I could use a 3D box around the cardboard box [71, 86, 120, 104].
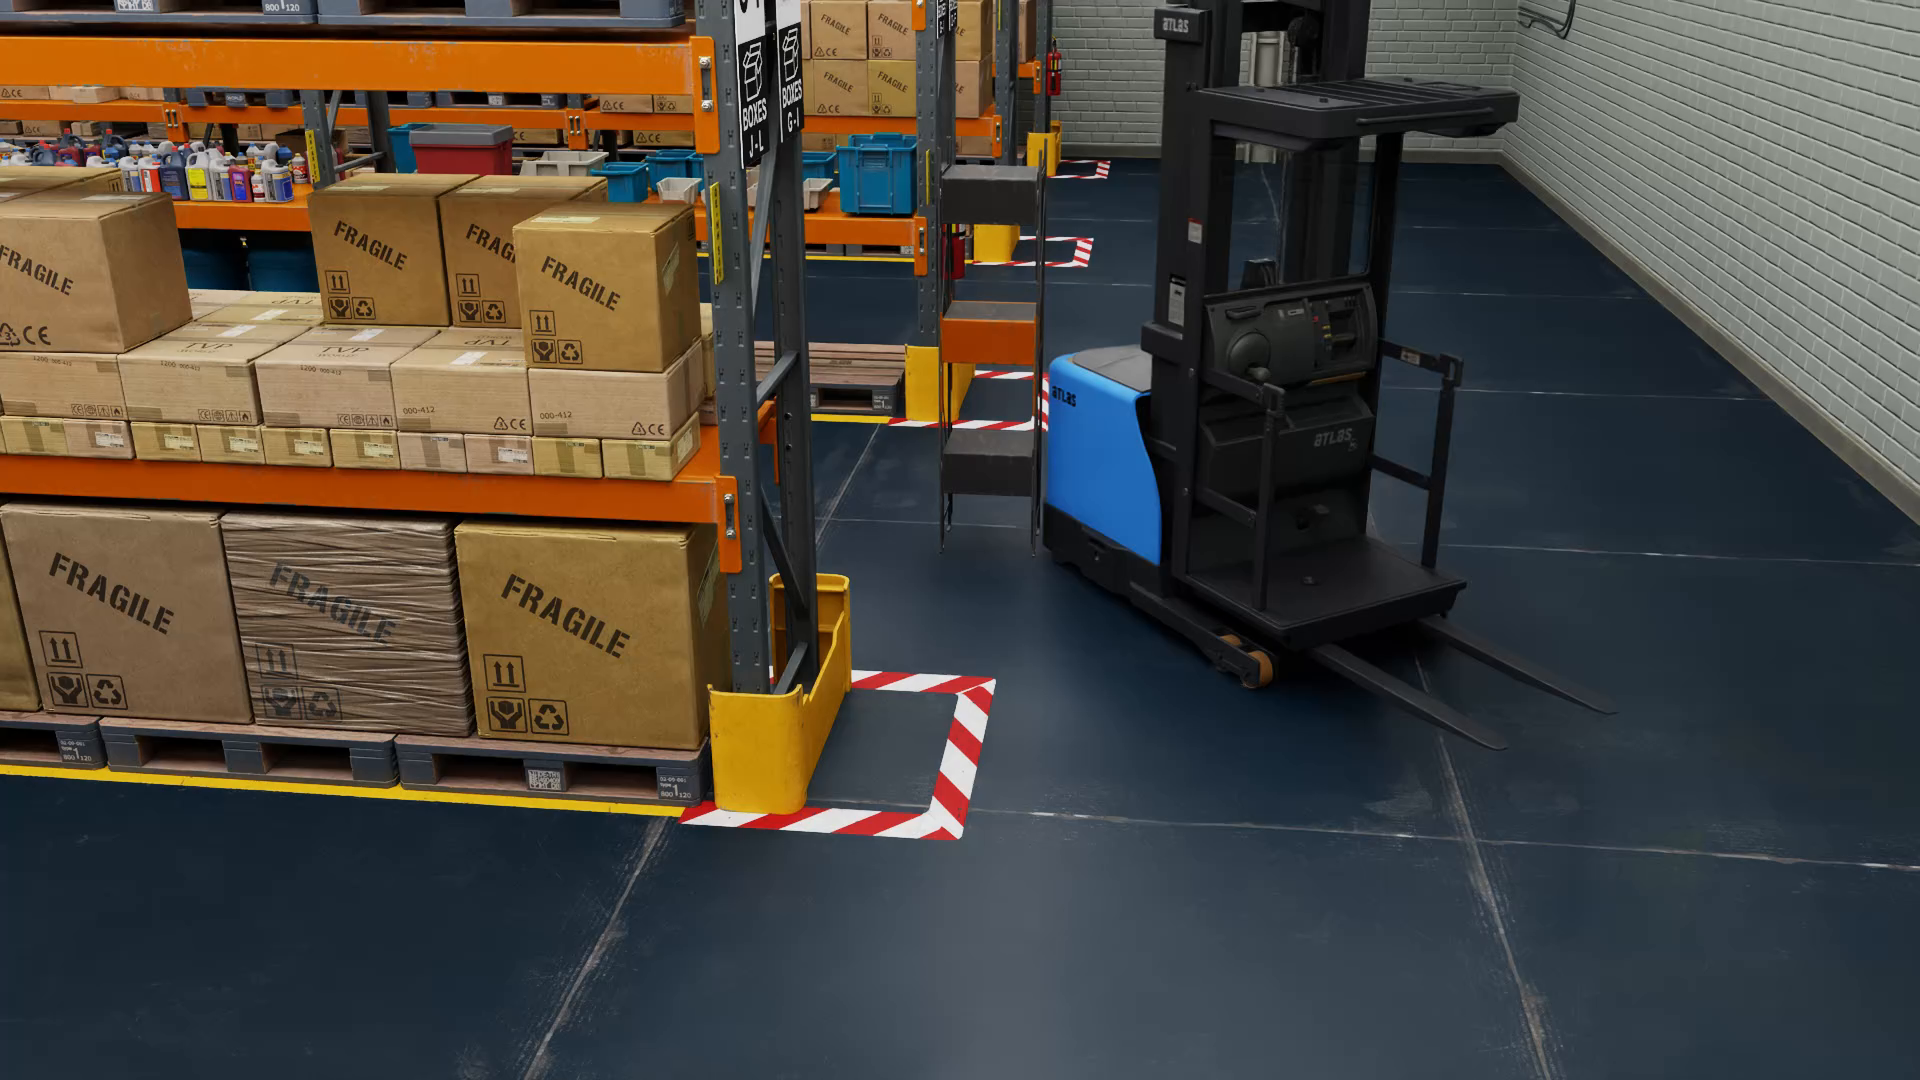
[{"bbox_3d":[-8.433,-4.356,16.220,0.250,0.149,0.380,2,22,6],"label":"cardboard box"}]

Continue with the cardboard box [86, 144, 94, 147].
[{"bbox_3d":[-9.022,-3.885,17.092,0.500,0.311,0.500,2,22,5],"label":"cardboard box"}]

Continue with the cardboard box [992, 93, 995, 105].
[{"bbox_3d":[0.457,-5.393,20.448,0.250,0.149,0.380,3,22,7],"label":"cardboard box"}]

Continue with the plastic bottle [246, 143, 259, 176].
[{"bbox_3d":[-5.012,-2.684,11.823,0.097,0.271,0.097,0,22,0],"label":"plastic bottle"}]

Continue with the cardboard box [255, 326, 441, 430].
[{"bbox_3d":[-2.254,-0.609,6.199,0.500,0.250,0.500,2,22,4],"label":"cardboard box"}]

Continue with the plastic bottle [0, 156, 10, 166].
[{"bbox_3d":[-6.444,-2.465,11.270,0.097,0.271,0.097,0,22,0],"label":"plastic bottle"}]

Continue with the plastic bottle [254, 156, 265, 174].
[{"bbox_3d":[-4.896,-2.590,11.680,0.097,0.201,0.097,0,22,0],"label":"plastic bottle"}]

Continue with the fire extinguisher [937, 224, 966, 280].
[{"bbox_3d":[-0.053,-1.999,10.527,0.183,0.674,0.296,2,22,6],"label":"fire extinguisher"}]

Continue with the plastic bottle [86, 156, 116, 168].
[{"bbox_3d":[-5.779,-2.448,11.221,0.135,0.276,0.152,2,22,6],"label":"plastic bottle"}]

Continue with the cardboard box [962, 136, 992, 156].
[{"bbox_3d":[0.309,-5.024,20.397,0.500,0.500,0.700,2,22,6],"label":"cardboard box"}]

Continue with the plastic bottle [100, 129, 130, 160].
[{"bbox_3d":[-6.038,-2.757,11.899,0.185,0.351,0.144,2,22,6],"label":"plastic bottle"}]

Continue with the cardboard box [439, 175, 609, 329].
[{"bbox_3d":[-1.674,-1.130,6.498,0.500,0.500,0.500,2,22,5],"label":"cardboard box"}]

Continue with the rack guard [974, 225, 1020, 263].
[{"bbox_3d":[0.362,-3.030,15.923,0.348,0.500,1.175,2,22,6],"label":"rack guard"}]

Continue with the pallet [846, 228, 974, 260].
[{"bbox_3d":[-0.430,-2.929,16.062,1.213,0.211,1.003,2,22,6],"label":"pallet"}]

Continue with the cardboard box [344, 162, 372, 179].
[{"bbox_3d":[-6.071,-3.409,16.284,0.500,0.500,0.500,2,22,6],"label":"cardboard box"}]

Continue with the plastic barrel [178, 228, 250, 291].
[{"bbox_3d":[-5.363,-1.833,11.780,0.708,0.901,0.600,2,22,6],"label":"plastic barrel"}]

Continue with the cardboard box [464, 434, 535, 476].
[{"bbox_3d":[-1.634,-0.372,6.143,0.250,0.149,0.380,3,22,6],"label":"cardboard box"}]

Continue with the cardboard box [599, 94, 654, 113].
[{"bbox_3d":[-3.061,-4.287,15.567,0.500,0.500,0.500,3,22,8],"label":"cardboard box"}]

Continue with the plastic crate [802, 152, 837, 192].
[{"bbox_3d":[-1.010,-2.490,11.304,0.300,0.233,0.416,2,22,6],"label":"plastic crate"}]

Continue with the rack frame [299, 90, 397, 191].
[{"bbox_3d":[-4.122,-2.553,11.319,0.127,3.000,1.000,2,22,6],"label":"rack frame"}]

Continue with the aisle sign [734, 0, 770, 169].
[{"bbox_3d":[-0.696,-1.668,5.544,0.004,0.787,0.394,2,22,6],"label":"aisle sign"}]

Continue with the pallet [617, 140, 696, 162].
[{"bbox_3d":[-3.731,-4.880,20.995,1.213,0.211,1.003,2,22,6],"label":"pallet"}]

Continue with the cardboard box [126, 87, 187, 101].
[{"bbox_3d":[-7.863,-4.525,16.427,0.500,0.311,0.500,4,22,10],"label":"cardboard box"}]

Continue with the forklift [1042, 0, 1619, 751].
[{"bbox_3d":[1.592,-0.902,7.235,1.130,2.935,3.031,-12,24,-27],"label":"forklift"}]

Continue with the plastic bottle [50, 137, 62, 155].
[{"bbox_3d":[-6.507,-2.761,12.002,0.133,0.283,0.061,2,22,6],"label":"plastic bottle"}]

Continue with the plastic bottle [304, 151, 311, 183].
[{"bbox_3d":[-4.568,-2.677,11.789,0.133,0.283,0.061,2,22,6],"label":"plastic bottle"}]

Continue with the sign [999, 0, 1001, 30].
[{"bbox_3d":[0.352,-4.672,14.674,0.005,0.325,0.100,2,22,6],"label":"sign"}]

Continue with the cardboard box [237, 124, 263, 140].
[{"bbox_3d":[-9.146,-5.492,21.553,0.500,0.500,0.700,3,22,7],"label":"cardboard box"}]

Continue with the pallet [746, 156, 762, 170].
[{"bbox_3d":[-2.210,-4.812,20.825,1.213,0.211,1.003,2,22,6],"label":"pallet"}]

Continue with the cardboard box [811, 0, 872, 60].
[{"bbox_3d":[-1.055,-4.661,15.154,0.500,0.500,0.500,3,22,8],"label":"cardboard box"}]

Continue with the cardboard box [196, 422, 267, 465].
[{"bbox_3d":[-2.643,-0.417,6.255,0.250,0.149,0.380,3,22,7],"label":"cardboard box"}]

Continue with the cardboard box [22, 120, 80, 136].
[{"bbox_3d":[-11.936,-5.589,21.799,0.500,0.500,0.500,1,22,2],"label":"cardboard box"}]

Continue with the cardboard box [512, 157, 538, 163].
[{"bbox_3d":[-4.518,-3.533,16.597,0.500,0.500,0.500,3,22,7],"label":"cardboard box"}]

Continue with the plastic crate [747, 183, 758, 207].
[{"bbox_3d":[-1.267,-2.273,10.885,0.243,0.136,0.396,2,22,6],"label":"plastic crate"}]

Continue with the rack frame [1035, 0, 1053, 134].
[{"bbox_3d":[1.016,-5.997,20.030,0.127,3.000,1.000,2,22,6],"label":"rack frame"}]

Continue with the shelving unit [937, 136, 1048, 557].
[{"bbox_3d":[0.164,-0.969,8.536,0.503,2.100,0.431,2,22,6],"label":"shelving unit"}]

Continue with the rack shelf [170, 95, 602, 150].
[{"bbox_3d":[-5.521,-4.114,16.244,4.000,0.370,1.077,2,22,6],"label":"rack shelf"}]

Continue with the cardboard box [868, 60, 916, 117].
[{"bbox_3d":[-0.555,-4.176,15.288,0.500,0.500,0.500,3,22,7],"label":"cardboard box"}]

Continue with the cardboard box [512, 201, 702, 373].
[{"bbox_3d":[-1.247,-0.914,5.952,0.500,0.500,0.500,3,22,7],"label":"cardboard box"}]

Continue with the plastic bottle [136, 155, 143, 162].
[{"bbox_3d":[-5.552,-2.482,11.314,0.097,0.271,0.097,0,22,0],"label":"plastic bottle"}]

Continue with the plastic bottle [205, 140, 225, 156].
[{"bbox_3d":[-5.318,-2.709,11.871,0.133,0.283,0.061,2,22,6],"label":"plastic bottle"}]

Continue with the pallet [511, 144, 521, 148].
[{"bbox_3d":[-6.154,-4.985,21.262,1.213,0.211,1.003,2,22,6],"label":"pallet"}]

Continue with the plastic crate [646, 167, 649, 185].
[{"bbox_3d":[-2.357,-2.493,11.443,0.466,0.136,0.293,2,22,6],"label":"plastic crate"}]

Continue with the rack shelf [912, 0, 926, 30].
[{"bbox_3d":[-2.136,-3.527,10.681,4.000,0.370,1.077,2,22,6],"label":"rack shelf"}]

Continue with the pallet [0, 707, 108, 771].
[{"bbox_3d":[-3.959,0.613,7.102,1.213,0.211,1.003,2,22,6],"label":"pallet"}]

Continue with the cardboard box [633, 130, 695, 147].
[{"bbox_3d":[-3.617,-5.347,20.737,0.750,0.750,0.750,3,22,7],"label":"cardboard box"}]

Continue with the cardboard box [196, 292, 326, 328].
[{"bbox_3d":[-2.712,-0.824,6.743,0.500,0.250,0.500,2,22,5],"label":"cardboard box"}]

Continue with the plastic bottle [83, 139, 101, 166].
[{"bbox_3d":[-6.198,-2.725,11.911,0.133,0.283,0.061,2,22,6],"label":"plastic bottle"}]

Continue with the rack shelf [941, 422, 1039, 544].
[{"bbox_3d":[0.164,-0.306,8.798,0.480,0.518,0.431,2,22,6],"label":"rack shelf"}]

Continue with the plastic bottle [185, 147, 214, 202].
[{"bbox_3d":[-5.073,-2.451,11.126,0.185,0.351,0.144,2,22,6],"label":"plastic bottle"}]

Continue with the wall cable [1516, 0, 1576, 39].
[{"bbox_3d":[6.591,-6.968,18.549,0.112,2.526,3.097,2,22,6],"label":"wall cable"}]

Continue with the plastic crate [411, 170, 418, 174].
[{"bbox_3d":[-3.677,-2.386,11.173,0.243,0.136,0.396,2,22,6],"label":"plastic crate"}]

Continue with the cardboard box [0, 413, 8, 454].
[{"bbox_3d":[-3.666,-0.461,6.367,0.250,0.149,0.380,2,22,5],"label":"cardboard box"}]

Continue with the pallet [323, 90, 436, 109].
[{"bbox_3d":[-5.576,-4.363,16.157,1.213,0.211,1.003,2,22,6],"label":"pallet"}]

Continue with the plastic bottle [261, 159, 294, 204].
[{"bbox_3d":[-4.551,-2.395,11.086,0.135,0.276,0.152,2,22,6],"label":"plastic bottle"}]

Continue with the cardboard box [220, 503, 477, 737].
[{"bbox_3d":[-2.281,0.183,6.716,0.875,0.875,0.875,2,22,6],"label":"cardboard box"}]
